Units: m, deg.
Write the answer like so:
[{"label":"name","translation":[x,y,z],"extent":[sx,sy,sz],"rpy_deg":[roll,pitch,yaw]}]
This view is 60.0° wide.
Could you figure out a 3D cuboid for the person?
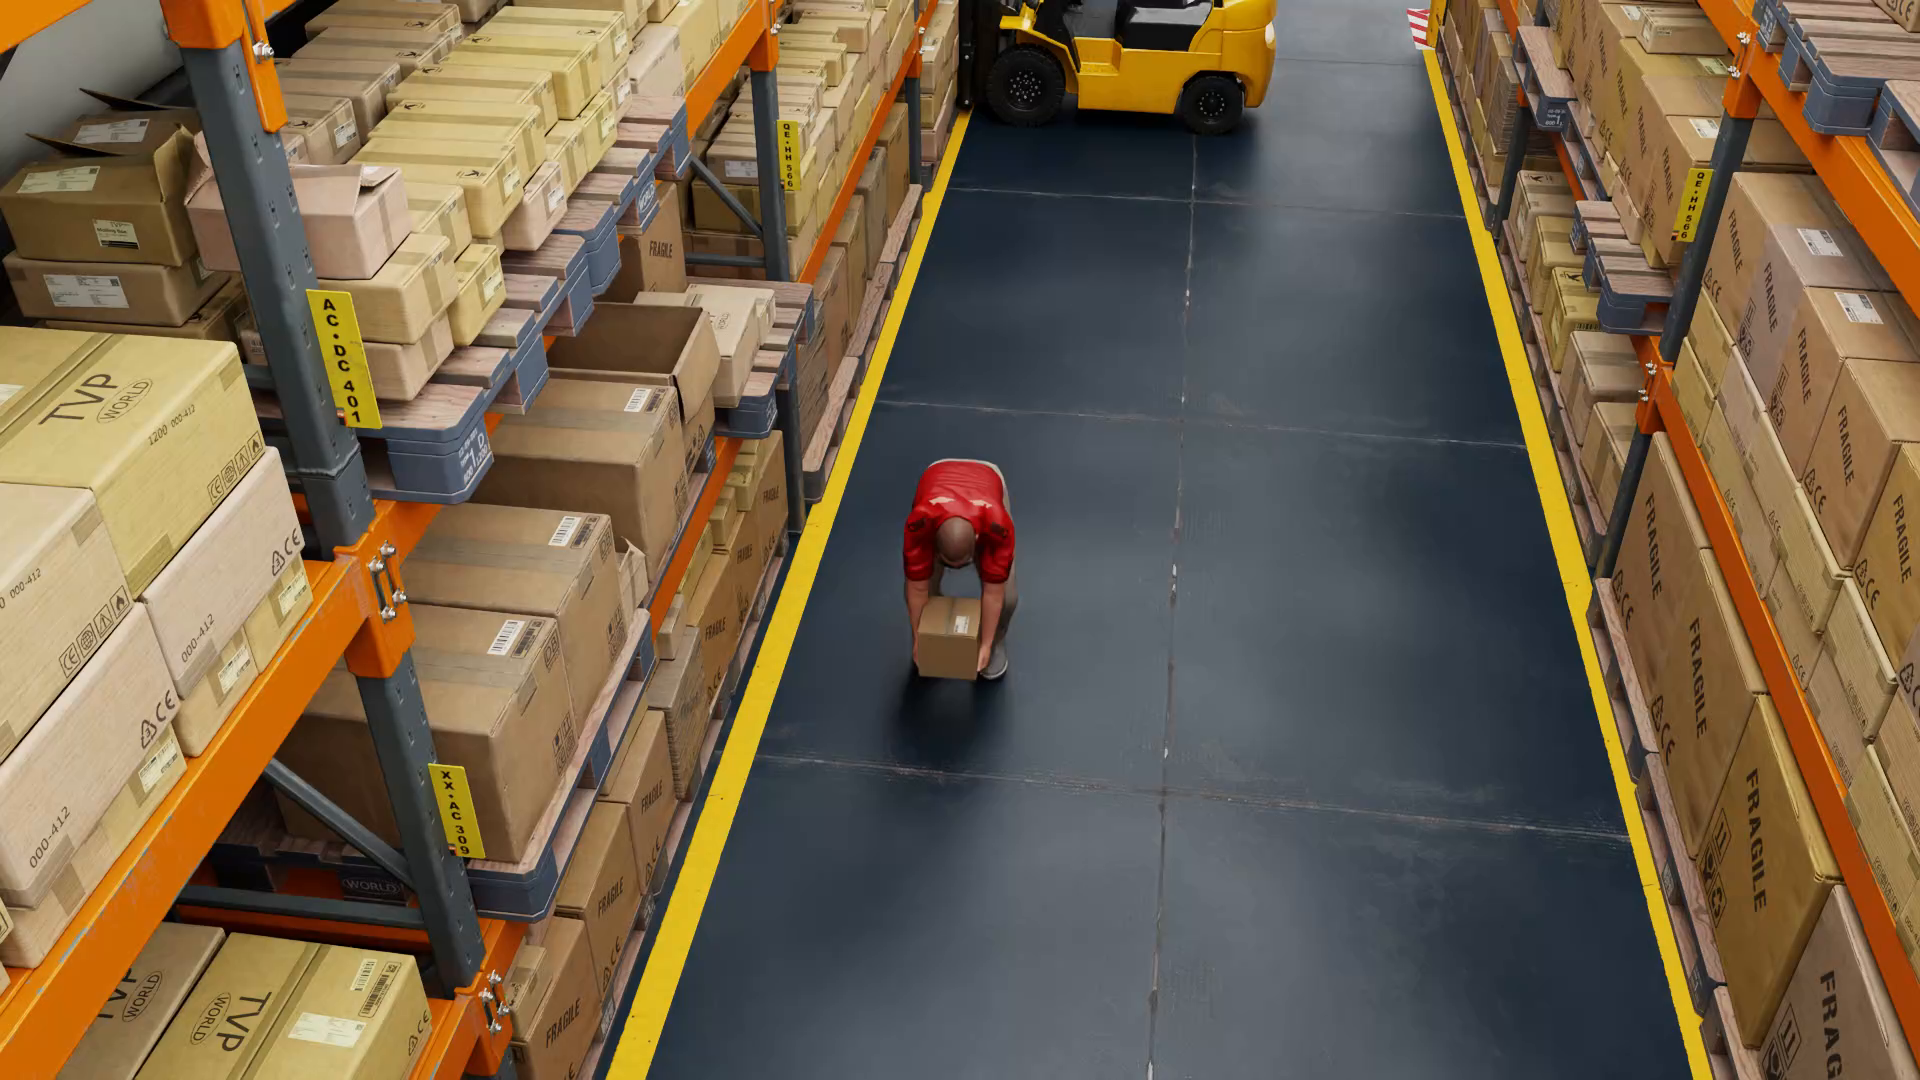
[{"label":"person","translation":[-0.006,0.183,7.281],"extent":[0.517,1.170,0.931],"rpy_deg":[3,36,4]}]
